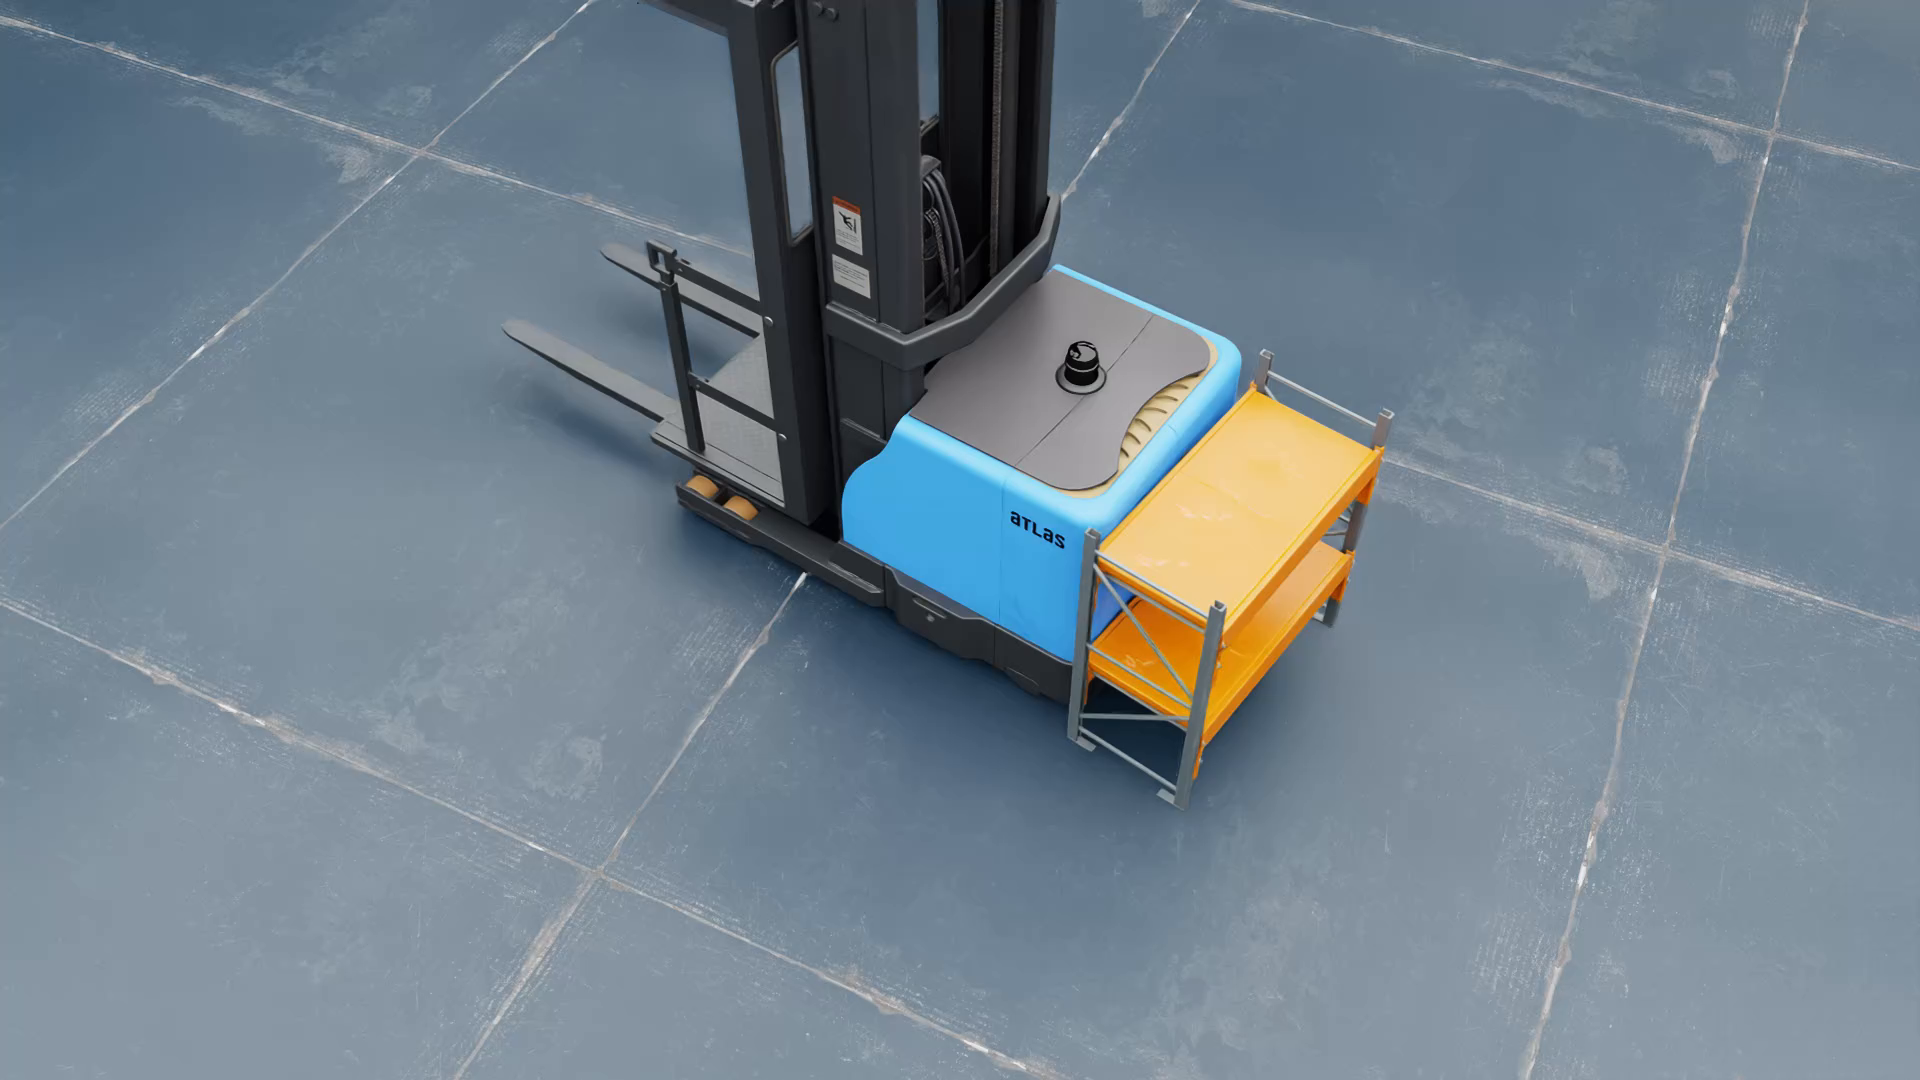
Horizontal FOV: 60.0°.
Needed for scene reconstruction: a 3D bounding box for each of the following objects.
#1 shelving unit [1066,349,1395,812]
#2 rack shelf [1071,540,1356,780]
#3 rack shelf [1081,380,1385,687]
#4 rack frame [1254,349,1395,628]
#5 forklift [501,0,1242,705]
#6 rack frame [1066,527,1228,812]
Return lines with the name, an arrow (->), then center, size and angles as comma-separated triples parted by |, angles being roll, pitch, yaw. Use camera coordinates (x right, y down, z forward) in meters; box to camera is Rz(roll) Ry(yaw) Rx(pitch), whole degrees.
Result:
shelving unit -> 0.902, 0.146, 5.702 | 0.538, 1.125, 1.048 | 31, 56, 24
rack shelf -> 0.902, 0.305, 5.888 | 0.538, 0.278, 1.000 | 31, 56, 24
rack shelf -> 0.902, -0.043, 5.479 | 0.538, 0.278, 1.000 | 31, 56, 24
rack frame -> 1.217, -0.157, 5.960 | 0.500, 1.125, 0.032 | 31, 56, 24
forklift -> -0.512, -1.263, 5.716 | 3.031, 2.935, 1.130 | 28, 55, 22
rack frame -> 0.587, 0.450, 5.443 | 0.500, 1.125, 0.032 | 31, 56, 24
